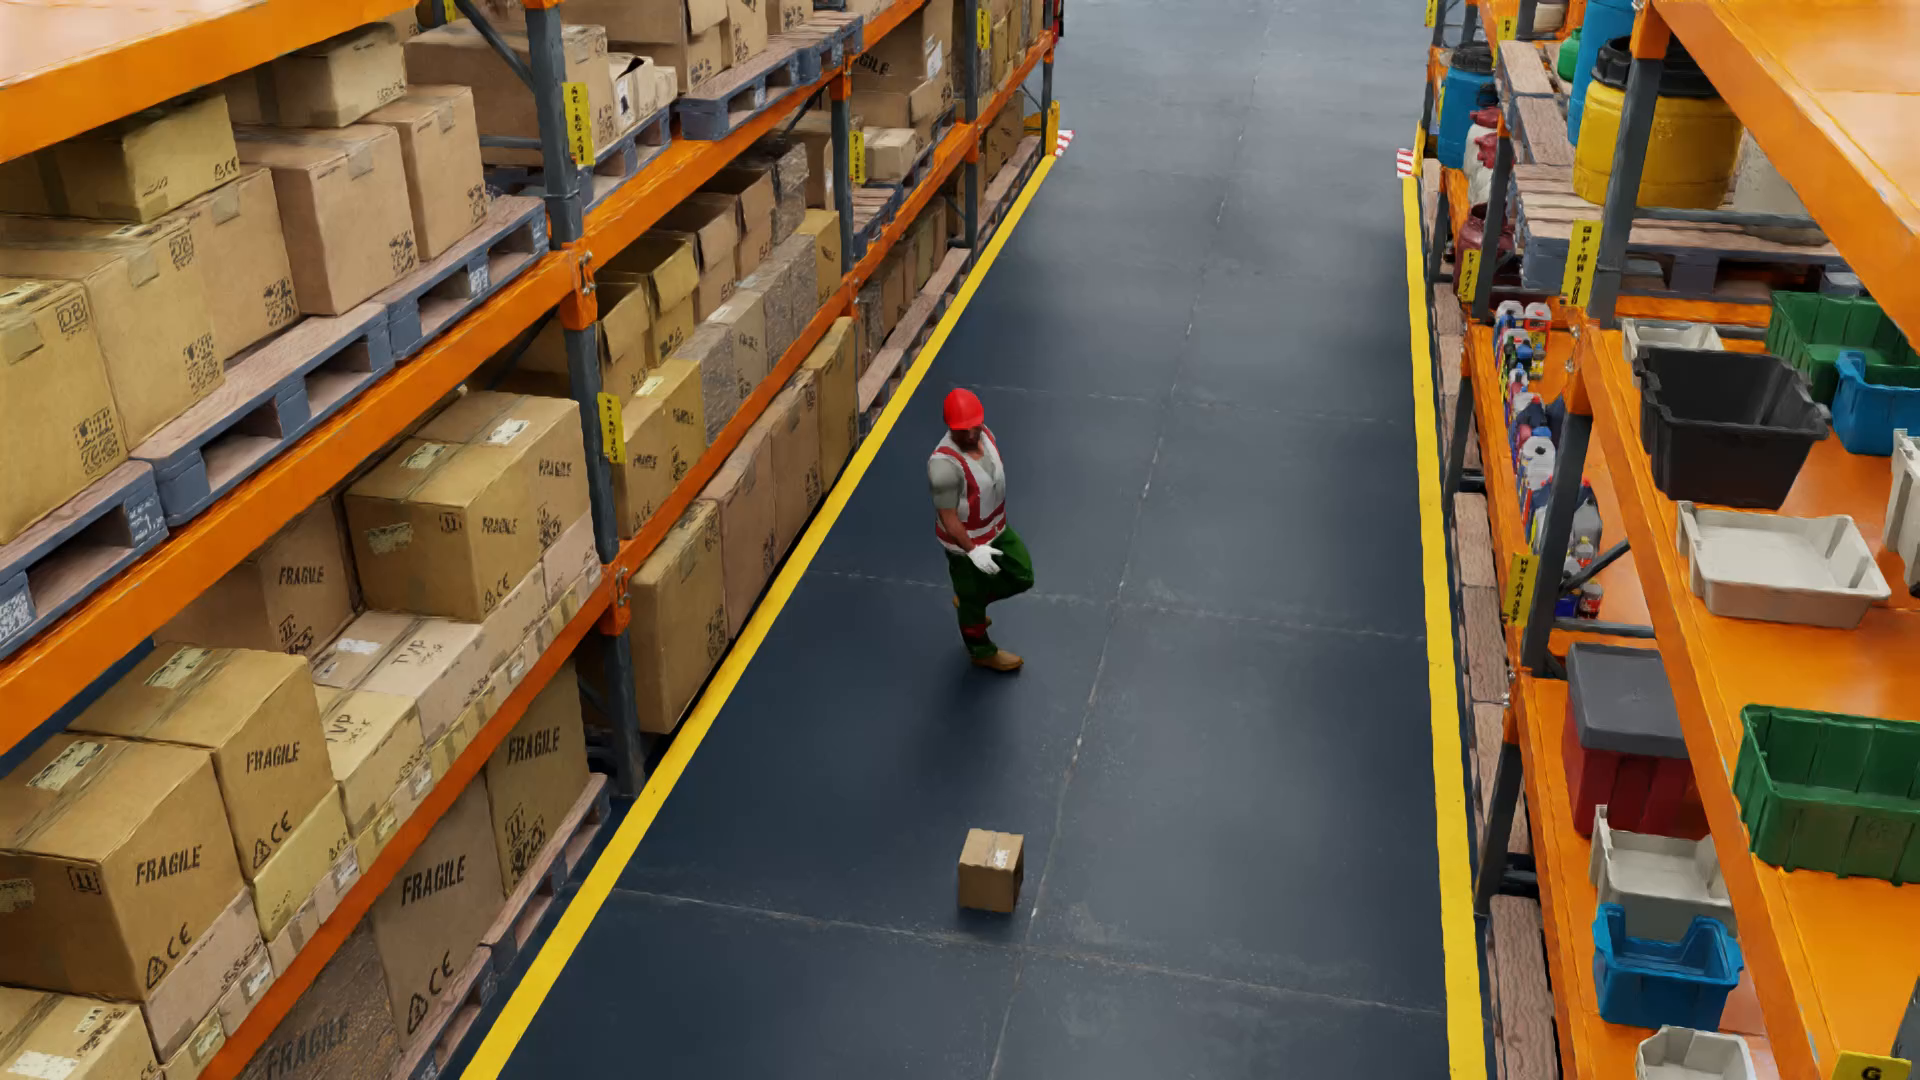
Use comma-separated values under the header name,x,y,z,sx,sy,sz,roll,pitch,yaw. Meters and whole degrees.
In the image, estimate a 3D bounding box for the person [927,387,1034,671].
name,x,y,z,sx,sy,sz,roll,pitch,yaw
person,0.083,-0.040,8.683,0.519,1.757,0.729,16,32,26
